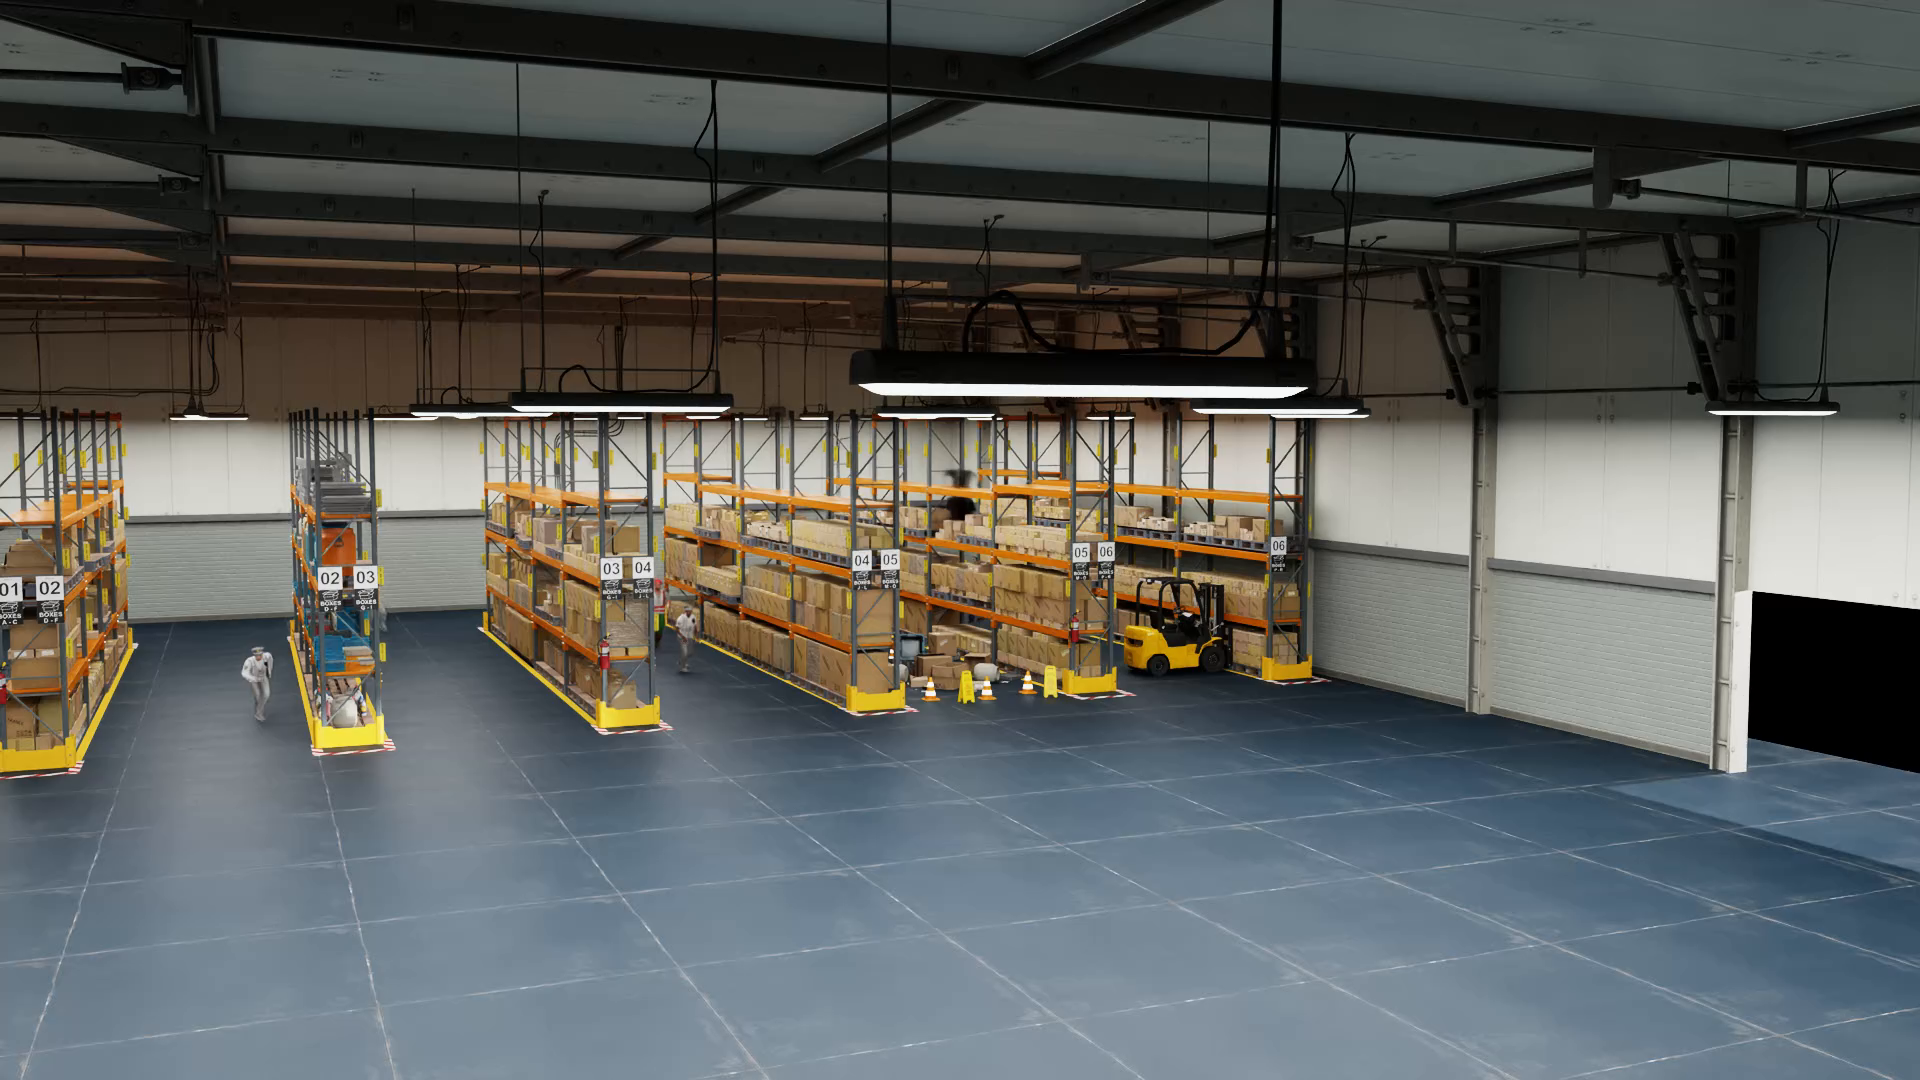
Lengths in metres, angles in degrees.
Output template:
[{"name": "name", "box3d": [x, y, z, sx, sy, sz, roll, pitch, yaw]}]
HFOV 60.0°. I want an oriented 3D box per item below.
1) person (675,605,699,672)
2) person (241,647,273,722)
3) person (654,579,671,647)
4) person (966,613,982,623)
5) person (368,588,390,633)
[{"name": "person", "box3d": [-6.351, 2.248, 38.358, 0.576, 1.581, 0.791, -4, 6, -44]}, {"name": "person", "box3d": [-13.648, 2.764, 32.257, 0.596, 1.457, 1.101, -2, 5, -32]}, {"name": "person", "box3d": [-7.678, 1.872, 42.333, 0.667, 1.756, 0.631, -2, 4, -21]}, {"name": "person", "box3d": [0.433, 1.607, 47.633, 0.645, 1.612, 0.610, 4, 5, 42]}, {"name": "person", "box3d": [-16.061, 1.741, 45.435, 0.696, 1.656, 0.750, 2, 5, 29]}]
